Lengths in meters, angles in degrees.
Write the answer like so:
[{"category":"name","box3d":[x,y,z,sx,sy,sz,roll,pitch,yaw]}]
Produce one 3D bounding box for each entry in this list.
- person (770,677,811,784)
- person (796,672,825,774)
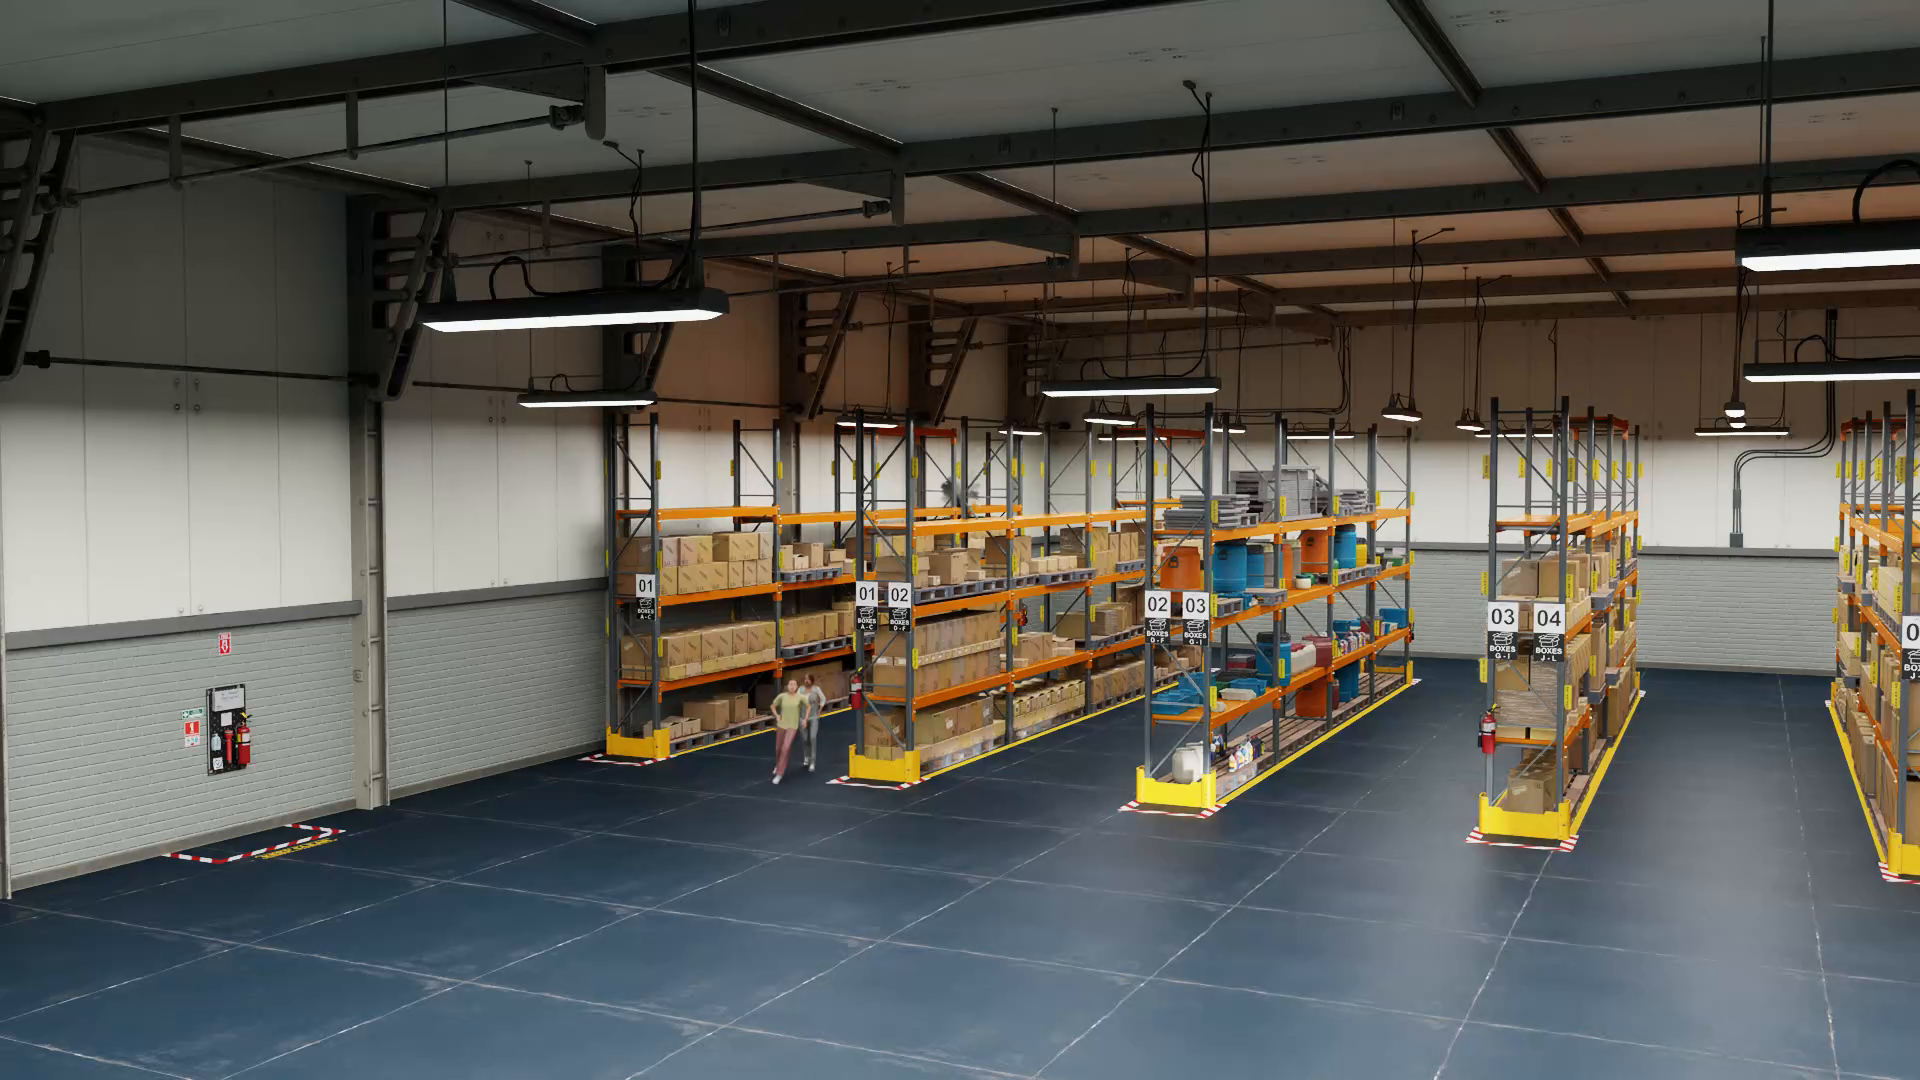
[{"category":"person","box3d":[-2.764,3.033,26.802,0.640,1.651,0.947,0,2,7]},{"category":"person","box3d":[-2.535,3.026,27.746,0.533,1.642,0.706,0,2,6]}]
